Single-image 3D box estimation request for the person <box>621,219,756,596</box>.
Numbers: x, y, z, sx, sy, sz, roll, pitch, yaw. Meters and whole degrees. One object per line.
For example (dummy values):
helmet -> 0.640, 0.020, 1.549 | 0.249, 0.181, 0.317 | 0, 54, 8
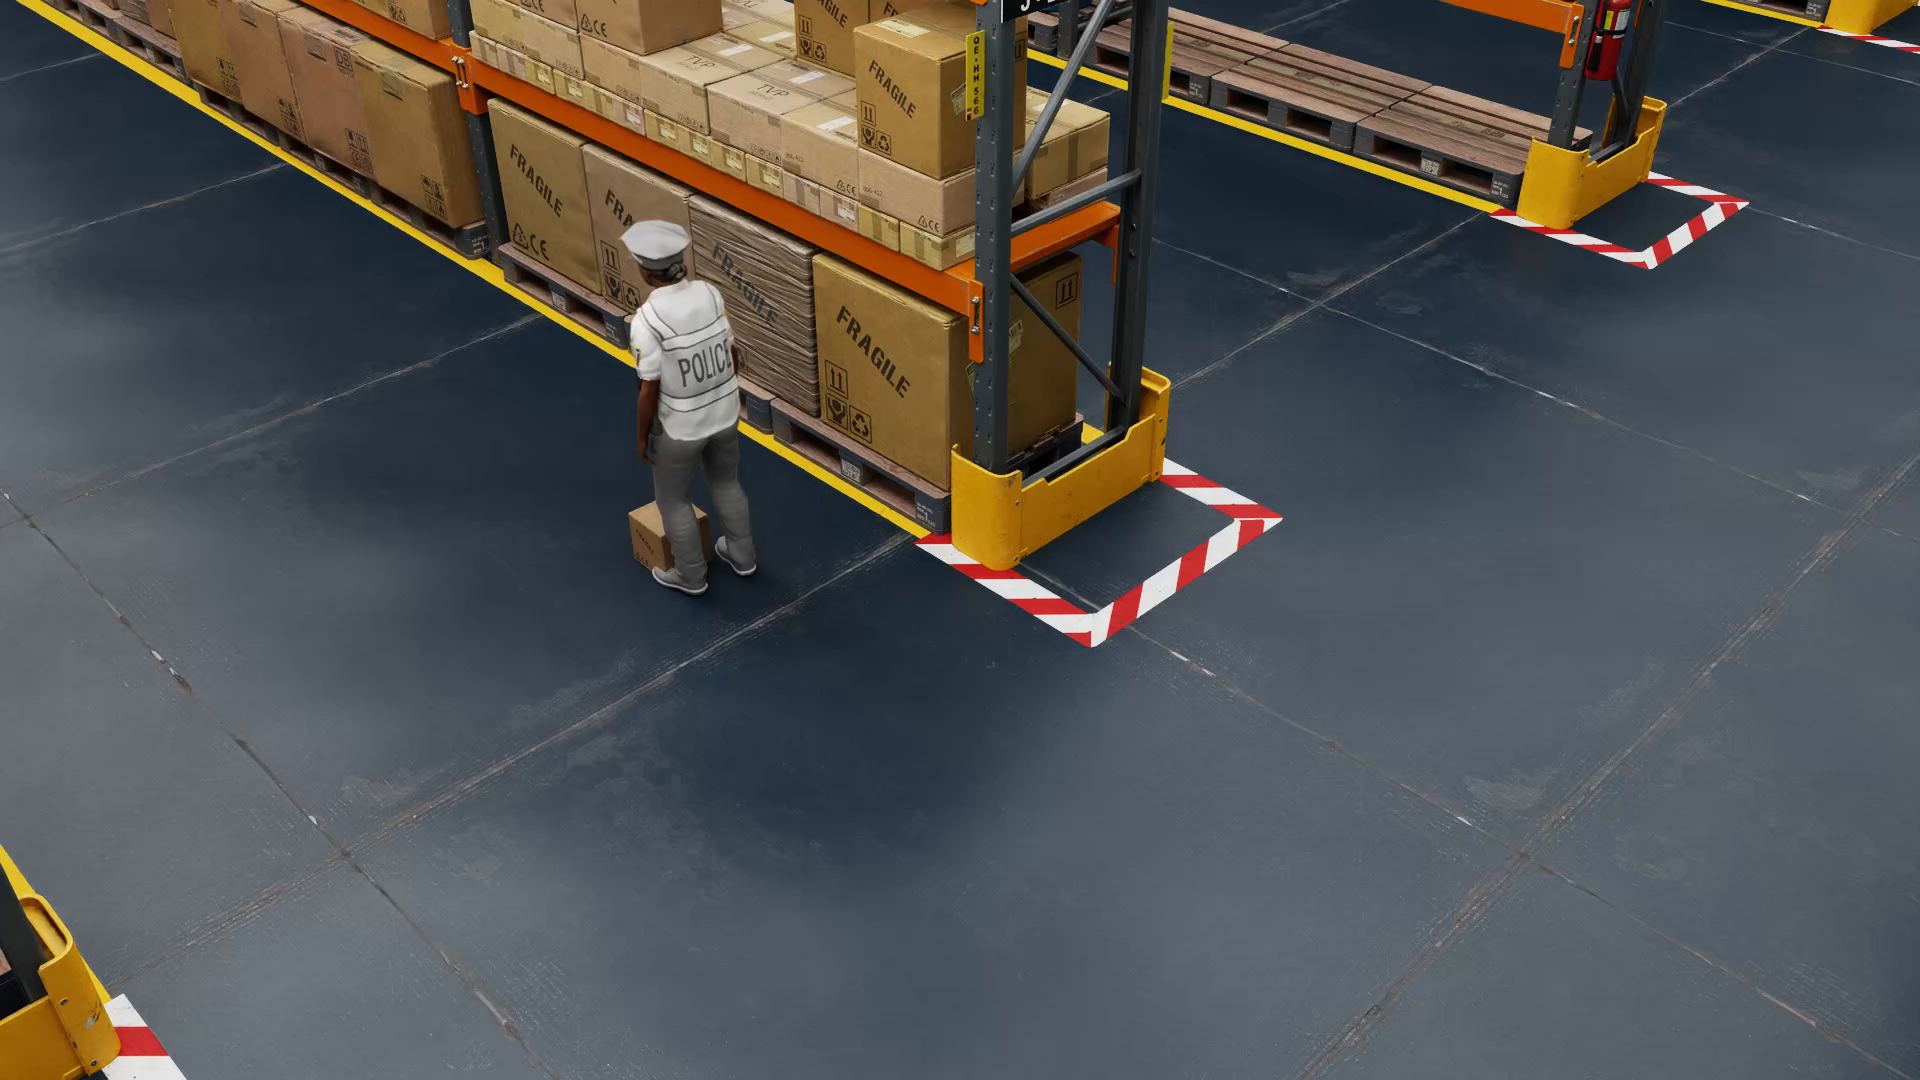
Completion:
person -> -1.114, -0.502, 6.845 | 0.506, 1.660, 0.415 | -30, 45, -35
